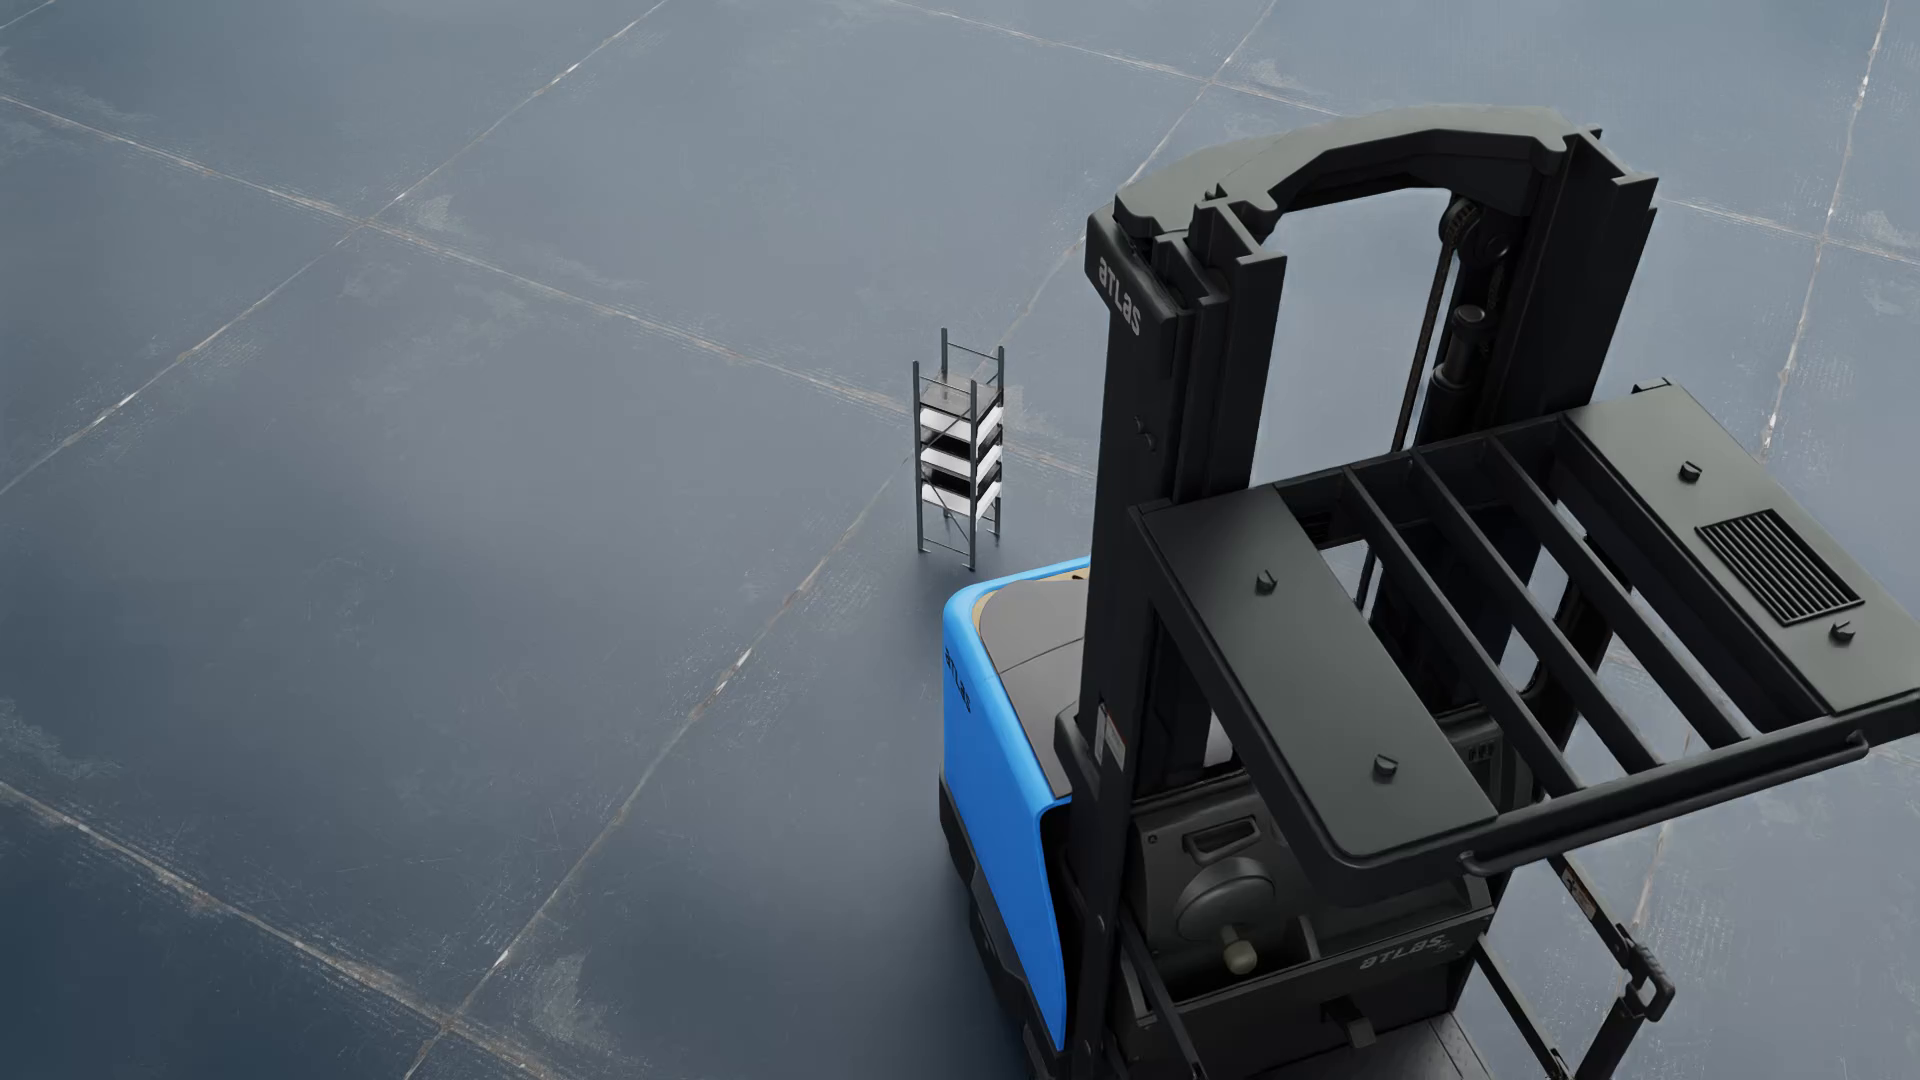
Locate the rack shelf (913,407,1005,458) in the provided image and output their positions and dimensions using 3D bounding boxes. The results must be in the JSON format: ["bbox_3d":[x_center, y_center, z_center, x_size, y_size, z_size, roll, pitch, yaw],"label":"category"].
[{"bbox_3d":[-0.004,-0.414,5.821,0.258,0.077,0.200,20,49,19],"label":"rack shelf"}]

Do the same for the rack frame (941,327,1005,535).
[{"bbox_3d":[0.043,-0.375,5.988,0.240,0.900,0.006,20,49,19],"label":"rack frame"}]

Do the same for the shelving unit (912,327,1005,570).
[{"bbox_3d":[-0.004,-0.311,5.925,0.258,0.900,0.210,20,49,19],"label":"shelving unit"}]

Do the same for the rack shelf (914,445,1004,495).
[{"bbox_3d":[-0.004,-0.288,5.949,0.258,0.077,0.200,20,49,19],"label":"rack shelf"}]

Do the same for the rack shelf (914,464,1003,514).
[{"bbox_3d":[-0.004,-0.225,6.013,0.258,0.077,0.200,20,49,19],"label":"rack shelf"}]

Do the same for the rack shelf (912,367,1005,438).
[{"bbox_3d":[-0.004,-0.478,5.757,0.258,0.077,0.200,20,49,19],"label":"rack shelf"}]

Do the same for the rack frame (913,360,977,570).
[{"bbox_3d":[-0.051,-0.247,5.862,0.240,0.900,0.006,20,49,19],"label":"rack frame"}]

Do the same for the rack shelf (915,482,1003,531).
[{"bbox_3d":[-0.004,-0.161,6.077,0.258,0.077,0.200,20,49,19],"label":"rack shelf"}]

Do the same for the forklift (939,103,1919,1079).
[{"bbox_3d":[0.892,0.749,3.449,1.130,2.935,3.031,-14,47,-13],"label":"forklift"}]

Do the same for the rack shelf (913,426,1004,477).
[{"bbox_3d":[-0.004,-0.351,5.885,0.258,0.077,0.200,20,49,19],"label":"rack shelf"}]
